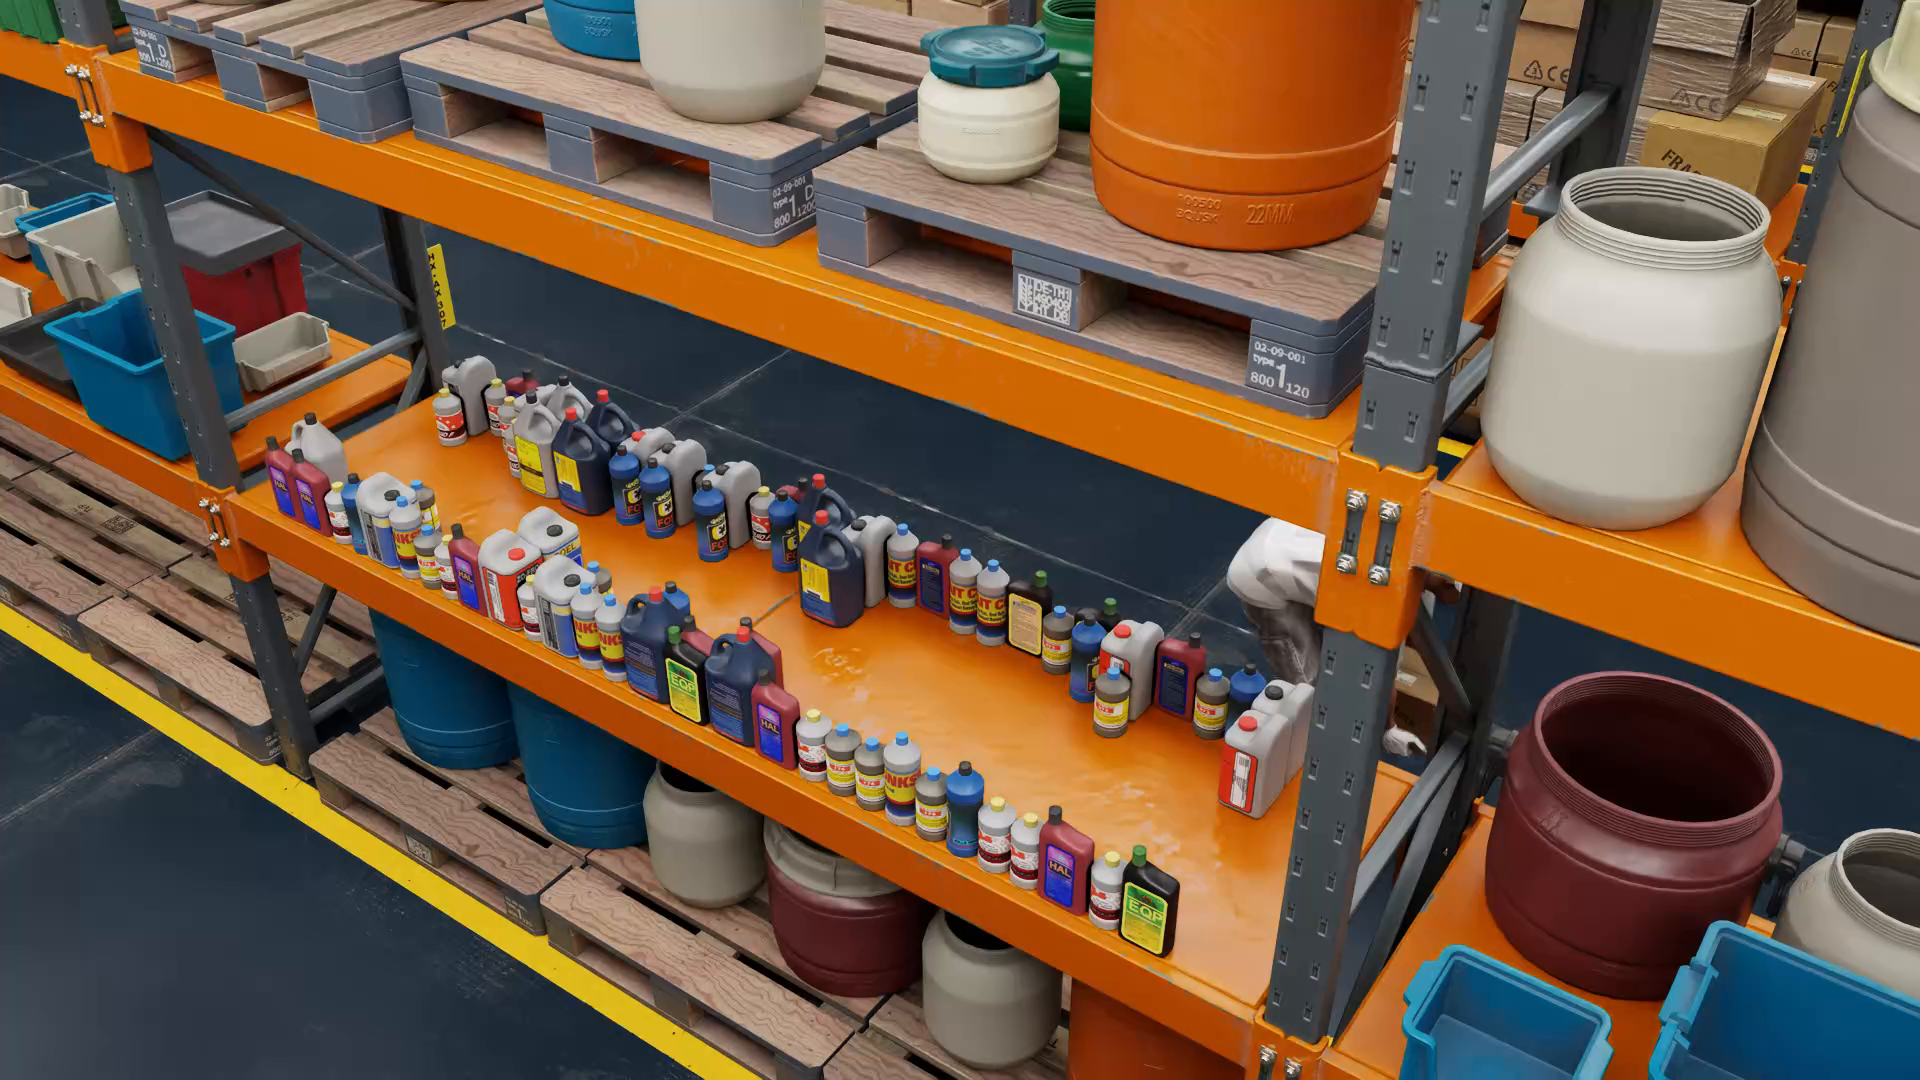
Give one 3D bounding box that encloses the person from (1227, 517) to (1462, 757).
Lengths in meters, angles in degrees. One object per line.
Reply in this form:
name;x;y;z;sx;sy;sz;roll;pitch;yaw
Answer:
person;1.436;0.377;6.038;0.963;1.126;0.519;20;39;26
